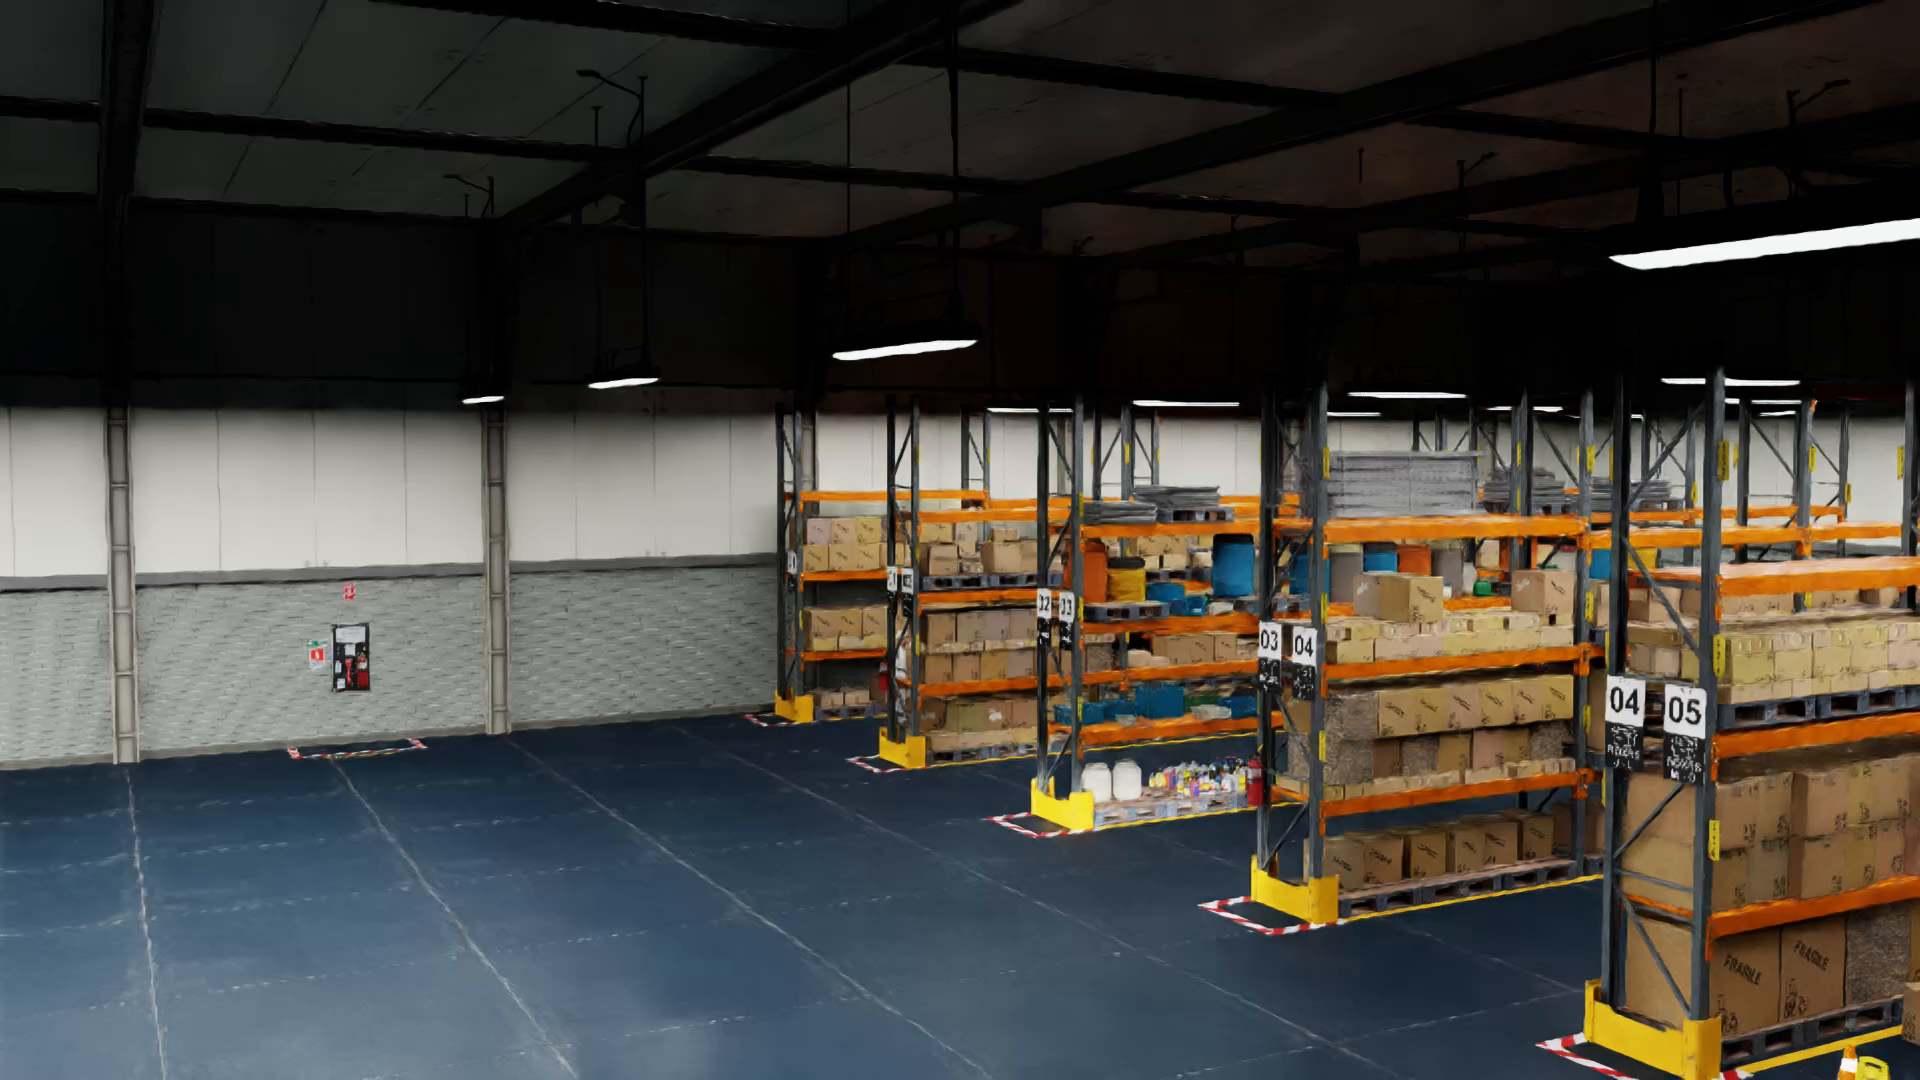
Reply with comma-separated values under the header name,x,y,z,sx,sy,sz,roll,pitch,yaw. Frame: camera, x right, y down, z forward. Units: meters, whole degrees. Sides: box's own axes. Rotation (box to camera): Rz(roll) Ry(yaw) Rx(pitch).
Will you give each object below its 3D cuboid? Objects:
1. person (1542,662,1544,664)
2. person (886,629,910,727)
name,x,y,z,sx,sy,sz,roll,pitch,yaw
person,13.846,2.158,39.000,0.507,1.619,0.580,-2,4,-30
person,-1.094,2.540,30.570,0.443,1.786,0.594,2,4,35
